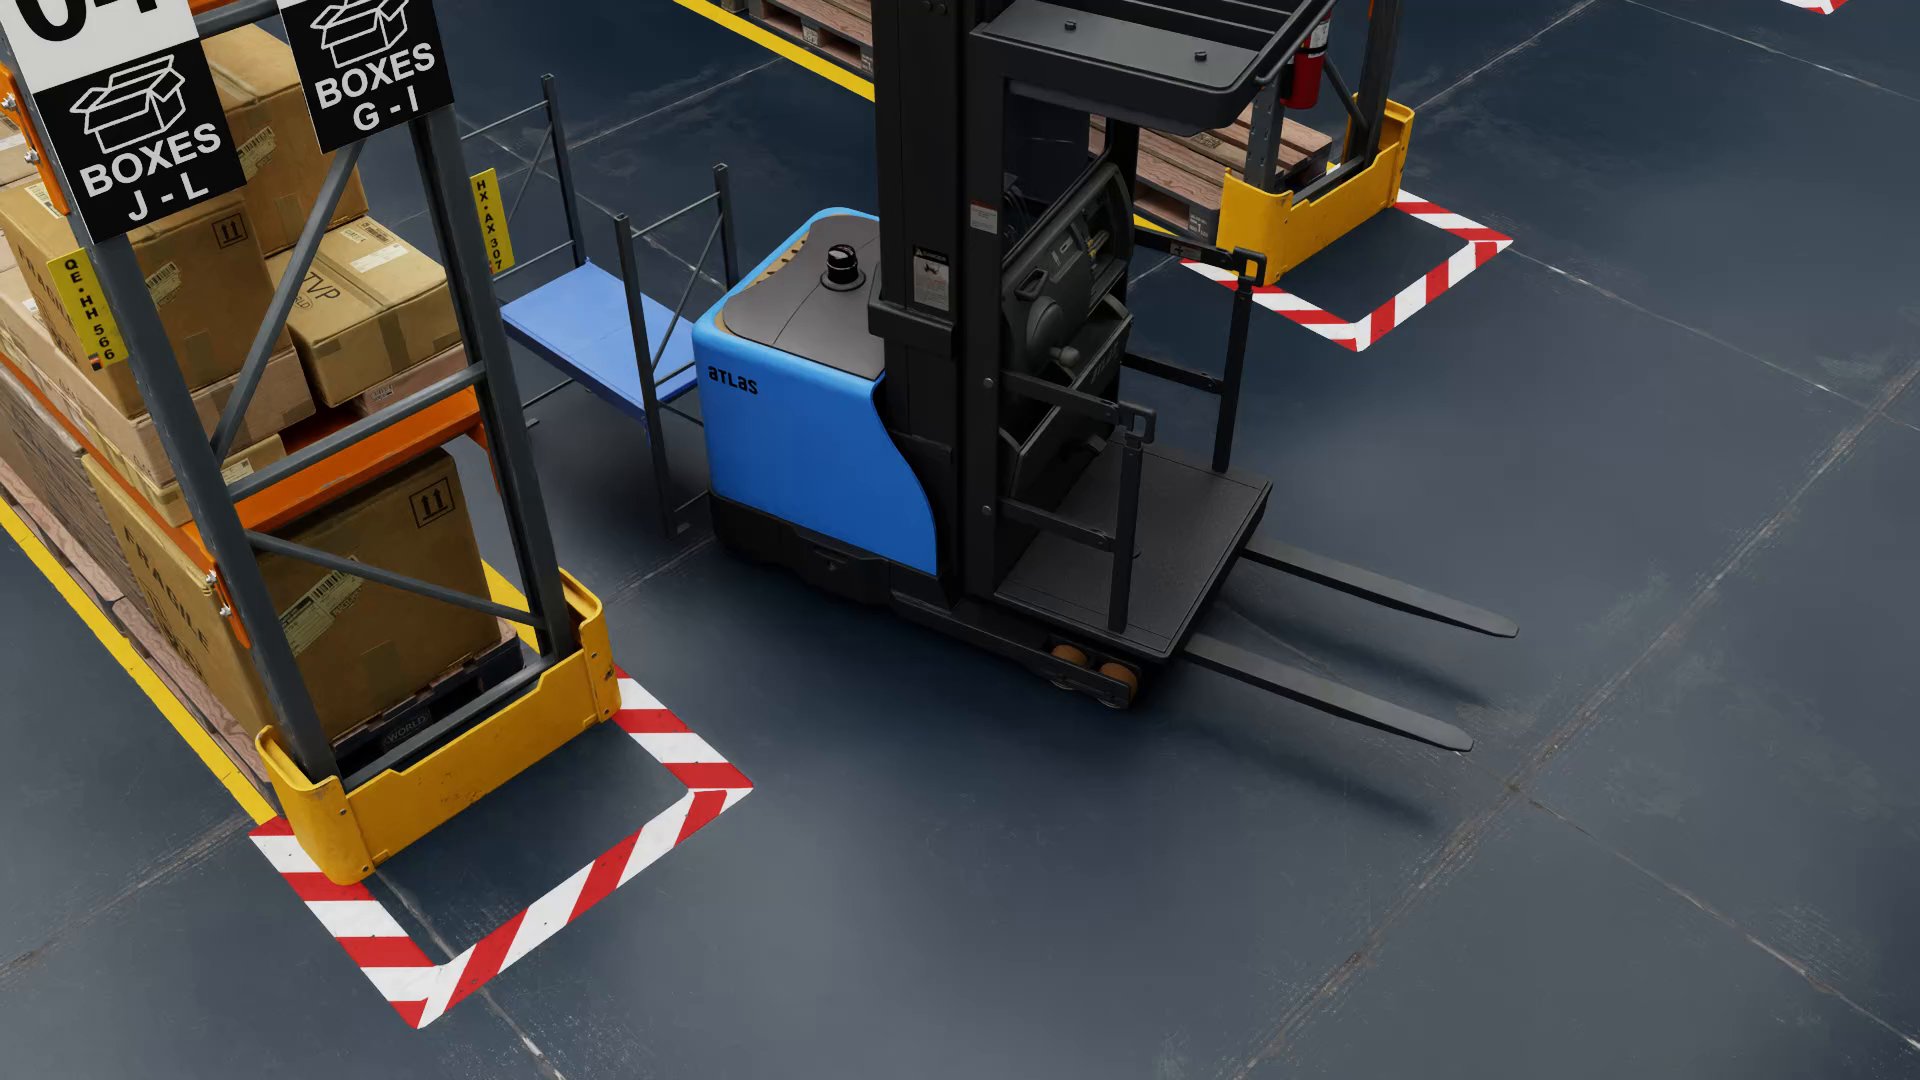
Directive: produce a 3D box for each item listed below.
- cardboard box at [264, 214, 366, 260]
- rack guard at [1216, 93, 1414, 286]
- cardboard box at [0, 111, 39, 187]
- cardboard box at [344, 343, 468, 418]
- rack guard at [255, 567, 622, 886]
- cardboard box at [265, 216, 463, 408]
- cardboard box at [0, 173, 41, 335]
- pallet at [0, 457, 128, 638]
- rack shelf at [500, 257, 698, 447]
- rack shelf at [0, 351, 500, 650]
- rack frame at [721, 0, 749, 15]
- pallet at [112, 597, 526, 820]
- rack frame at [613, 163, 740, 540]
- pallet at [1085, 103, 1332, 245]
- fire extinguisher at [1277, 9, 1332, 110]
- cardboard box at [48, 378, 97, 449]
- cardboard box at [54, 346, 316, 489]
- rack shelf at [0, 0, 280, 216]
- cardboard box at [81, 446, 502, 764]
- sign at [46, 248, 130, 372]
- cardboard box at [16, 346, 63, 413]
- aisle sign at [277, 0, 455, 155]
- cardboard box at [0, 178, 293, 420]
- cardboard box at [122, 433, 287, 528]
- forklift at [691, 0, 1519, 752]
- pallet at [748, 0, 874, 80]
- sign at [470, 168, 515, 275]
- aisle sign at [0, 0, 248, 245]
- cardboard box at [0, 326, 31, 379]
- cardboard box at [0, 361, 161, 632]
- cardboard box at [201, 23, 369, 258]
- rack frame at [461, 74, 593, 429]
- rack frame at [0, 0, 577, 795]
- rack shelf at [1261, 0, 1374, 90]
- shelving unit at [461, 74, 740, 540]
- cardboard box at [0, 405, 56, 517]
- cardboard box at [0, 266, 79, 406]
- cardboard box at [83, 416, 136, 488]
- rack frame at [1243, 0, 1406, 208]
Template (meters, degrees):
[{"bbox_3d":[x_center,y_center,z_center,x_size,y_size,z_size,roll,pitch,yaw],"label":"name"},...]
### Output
[{"bbox_3d":[-2.285,-0.972,5.483,0.500,0.250,0.500,34,52,31],"label":"cardboard box"},{"bbox_3d":[1.768,-1.761,8.288,1.175,0.500,0.348,-34,53,-31],"label":"rack guard"},{"bbox_3d":[-3.383,-1.208,5.738,0.500,0.250,0.500,-34,52,-31],"label":"cardboard box"},{"bbox_3d":[-1.782,-0.547,5.317,0.380,0.149,0.250,-33,52,-31],"label":"cardboard box"},{"bbox_3d":[-1.748,0.619,5.712,1.175,0.500,0.348,-34,53,-31],"label":"rack guard"},{"bbox_3d":[-1.913,-0.725,5.216,0.500,0.250,0.500,33,52,30],"label":"cardboard box"},{"bbox_3d":[-3.013,-0.959,5.469,0.500,0.250,0.500,32,52,30],"label":"cardboard box"},{"bbox_3d":[-3.242,-0.220,6.832,1.003,0.211,1.213,-34,53,-31],"label":"pallet"},{"bbox_3d":[-1.393,-0.782,6.756,1.000,0.185,0.538,32,51,30],"label":"rack shelf"},{"bbox_3d":[-3.177,-1.008,6.160,1.077,0.370,4.000,-34,53,-31],"label":"rack shelf"},{"bbox_3d":[-1.083,-4.607,9.525,1.000,3.000,0.127,-34,53,-31],"label":"rack frame"},{"bbox_3d":[-2.385,0.367,6.198,1.003,0.211,1.213,-34,53,-31],"label":"pallet"},{"bbox_3d":[-1.018,-0.681,6.382,0.032,1.500,0.500,32,51,30],"label":"rack frame"},{"bbox_3d":[1.187,-2.075,8.841,1.003,0.211,1.213,-34,53,-31],"label":"pallet"},{"bbox_3d":[1.526,-2.229,7.284,0.296,0.674,0.183,-34,53,-31],"label":"fire extinguisher"},{"bbox_3d":[-2.612,-0.478,5.242,0.380,0.149,0.250,-34,52,-31],"label":"cardboard box"},{"bbox_3d":[-2.295,-0.471,4.941,0.500,0.250,0.500,33,52,31],"label":"cardboard box"},{"bbox_3d":[-3.177,-2.109,5.142,1.077,0.370,4.000,-34,53,-31],"label":"rack shelf"},{"bbox_3d":[-2.274,0.046,5.746,0.875,0.875,0.875,-34,53,-31],"label":"cardboard box"},{"bbox_3d":[-2.159,-0.570,4.129,0.100,0.325,0.005,-34,53,-31],"label":"sign"},{"bbox_3d":[-2.787,-0.598,5.372,0.380,0.149,0.250,-33,52,-31],"label":"cardboard box"},{"bbox_3d":[-1.502,-1.375,4.112,0.394,0.787,0.004,-34,53,-31],"label":"aisle sign"},{"bbox_3d":[-2.295,-0.749,4.689,0.500,0.500,0.500,-33,52,-31],"label":"cardboard box"},{"bbox_3d":[-2.250,-0.232,4.976,0.380,0.149,0.250,-33,52,-31],"label":"cardboard box"},{"bbox_3d":[0.552,-0.877,5.539,3.031,2.935,1.130,20,46,20],"label":"forklift"},{"bbox_3d":[-0.536,-3.248,10.109,1.003,0.211,1.213,-34,53,-31],"label":"pallet"},{"bbox_3d":[-1.368,-0.921,4.840,0.100,0.325,0.005,-34,53,-31],"label":"sign"},{"bbox_3d":[-1.927,-1.087,3.801,0.394,0.787,0.004,-34,53,-31],"label":"aisle sign"},{"bbox_3d":[-2.972,-0.722,5.506,0.250,0.149,0.380,33,52,31],"label":"cardboard box"},{"bbox_3d":[-2.916,-0.391,6.219,0.875,0.875,0.875,-34,53,-31],"label":"cardboard box"},{"bbox_3d":[-2.266,-1.241,5.221,0.500,0.500,0.500,33,52,30],"label":"cardboard box"},{"bbox_3d":[-1.768,-1.147,6.886,0.032,1.500,0.500,32,51,30],"label":"rack frame"},{"bbox_3d":[-1.765,-0.311,4.876,1.000,3.000,0.127,-34,53,-31],"label":"rack frame"},{"bbox_3d":[0.329,-3.382,8.729,1.077,0.370,4.000,-34,53,-31],"label":"rack shelf"},{"bbox_3d":[-1.393,-0.914,6.634,1.048,1.500,0.538,32,51,30],"label":"shelving unit"},{"bbox_3d":[-3.545,-0.819,6.682,0.875,0.875,0.875,-34,53,-31],"label":"cardboard box"},{"bbox_3d":[-2.653,-0.715,5.205,0.500,0.250,0.500,33,52,31],"label":"cardboard box"},{"bbox_3d":[-2.434,-0.356,5.110,0.380,0.149,0.250,-34,52,-31],"label":"cardboard box"},{"bbox_3d":[1.742,-2.685,7.445,1.000,3.000,0.127,-34,53,-31],"label":"rack frame"}]
